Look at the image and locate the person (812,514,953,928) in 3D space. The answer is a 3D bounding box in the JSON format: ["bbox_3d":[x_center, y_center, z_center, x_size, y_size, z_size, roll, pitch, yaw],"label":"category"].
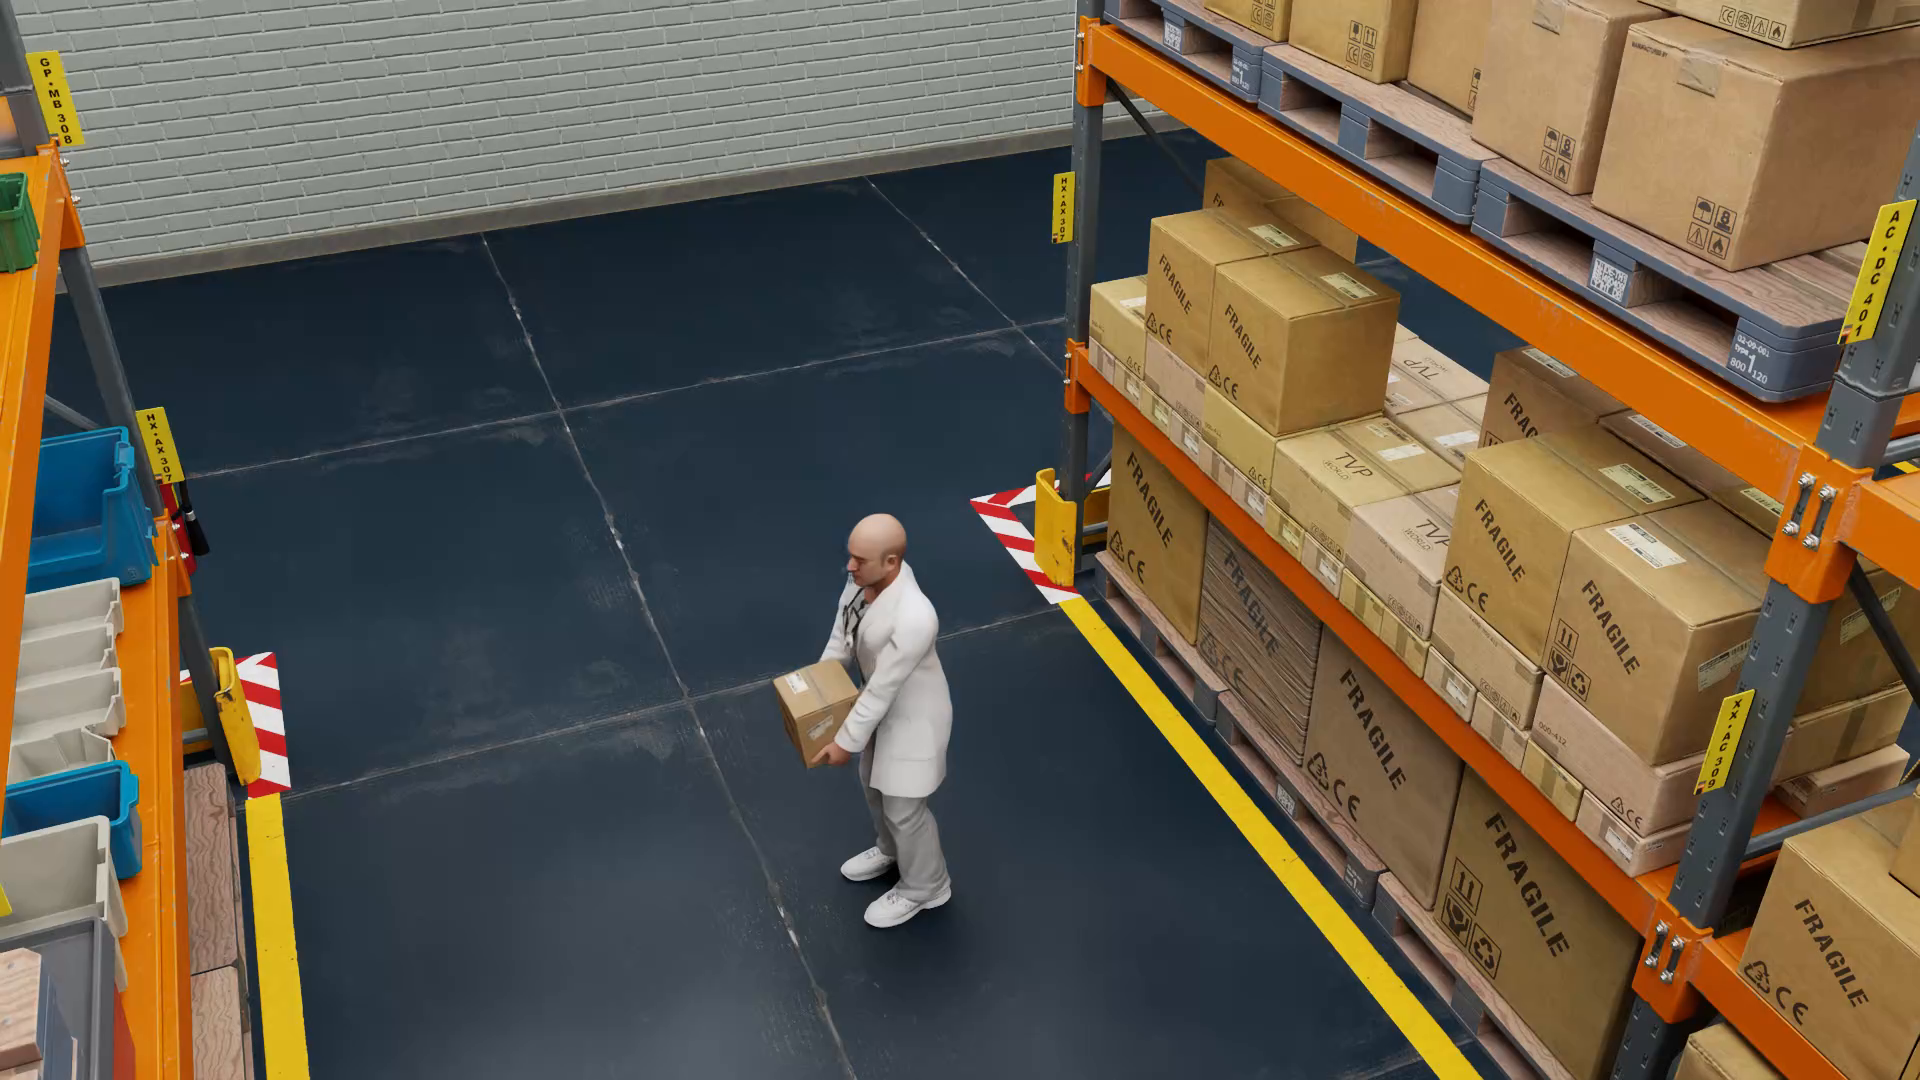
[{"bbox_3d":[-0.319,0.665,6.140,0.574,1.774,0.531,-14,35,-20],"label":"person"}]
